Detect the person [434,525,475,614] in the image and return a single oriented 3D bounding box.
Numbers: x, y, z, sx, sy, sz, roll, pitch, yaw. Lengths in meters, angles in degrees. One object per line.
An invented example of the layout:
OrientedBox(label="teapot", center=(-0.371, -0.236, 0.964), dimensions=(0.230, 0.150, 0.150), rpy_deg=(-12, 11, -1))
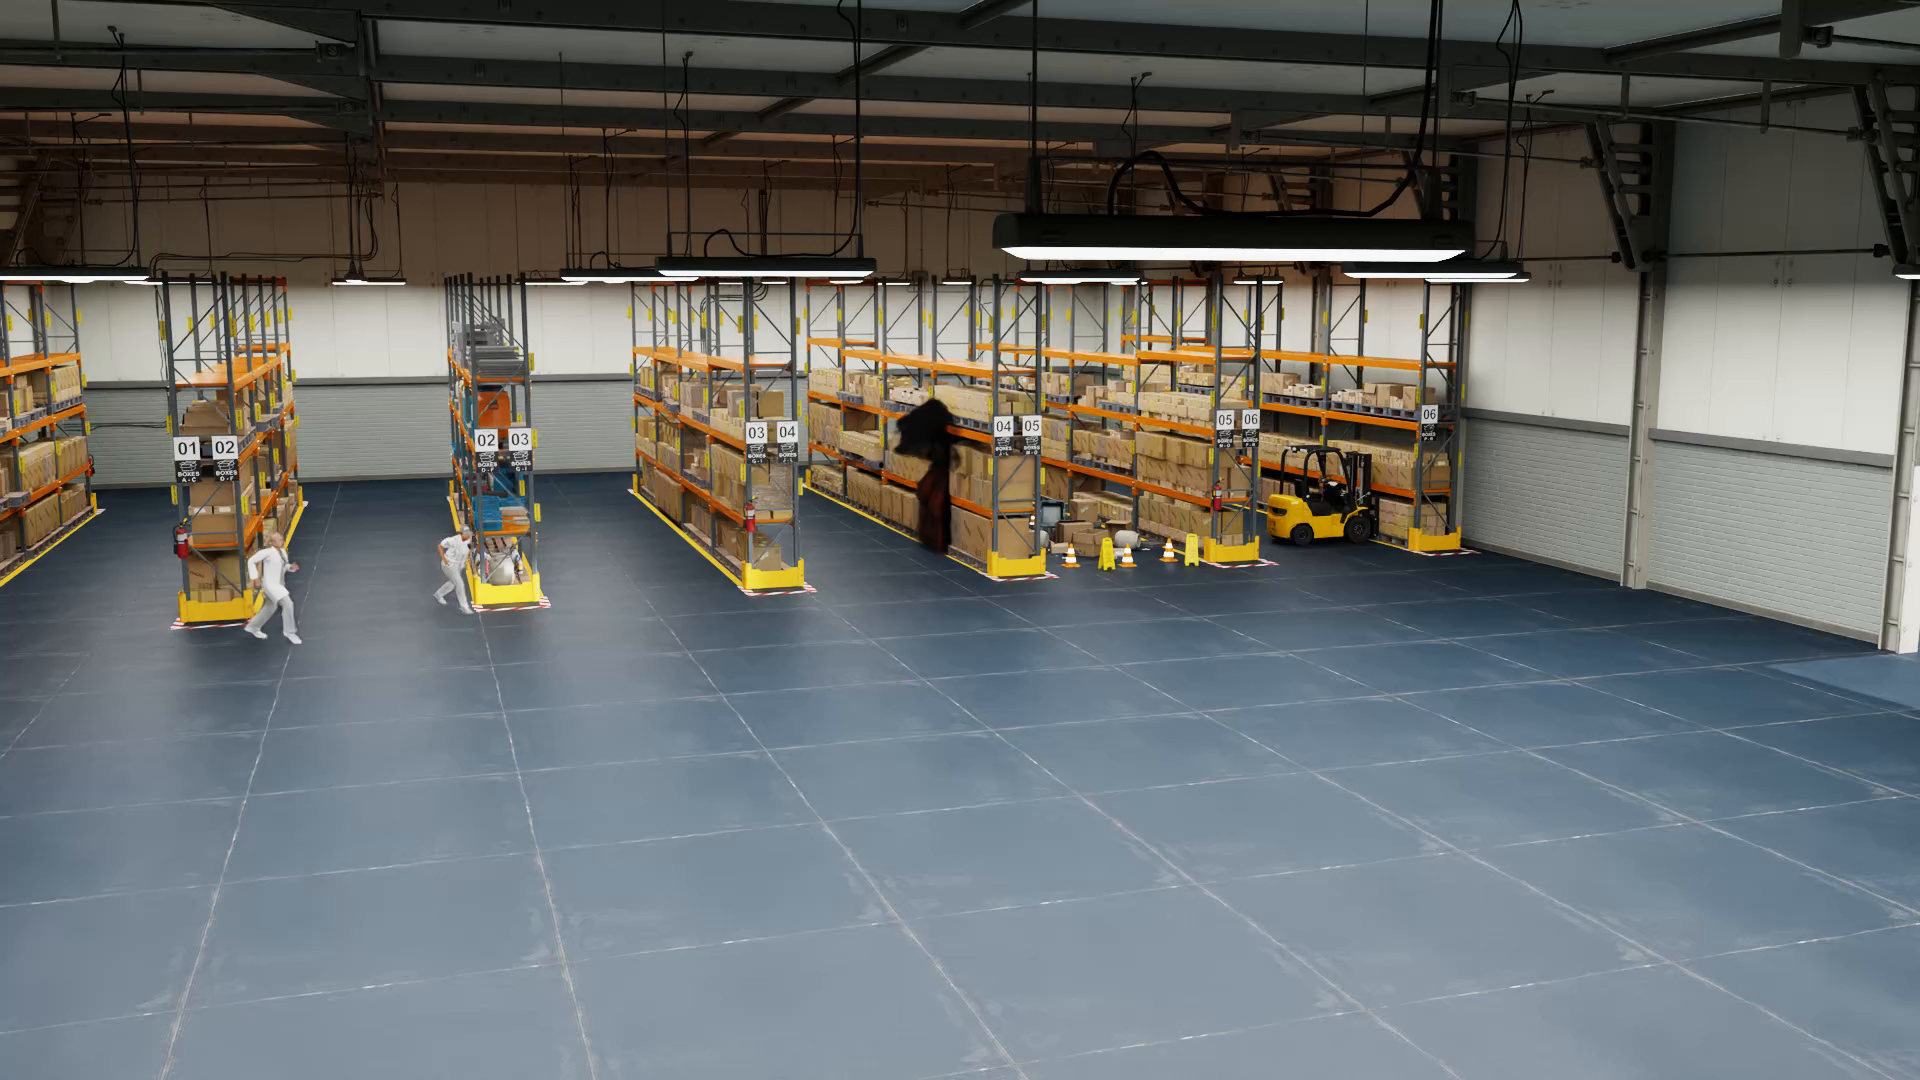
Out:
OrientedBox(label="person", center=(-9.037, 0.521, 29.582), dimensions=(1.035, 1.627, 0.643), rpy_deg=(5, 10, 32))

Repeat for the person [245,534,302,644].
OrientedBox(label="person", center=(-11.180, 0.847, 26.973), dimensions=(0.949, 1.746, 0.740), rpy_deg=(1, 9, 5))

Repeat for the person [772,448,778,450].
OrientedBox(label="person", center=(-5.601, -2.356, 48.522), dimensions=(0.676, 1.552, 0.770), rpy_deg=(4, 9, 24))
